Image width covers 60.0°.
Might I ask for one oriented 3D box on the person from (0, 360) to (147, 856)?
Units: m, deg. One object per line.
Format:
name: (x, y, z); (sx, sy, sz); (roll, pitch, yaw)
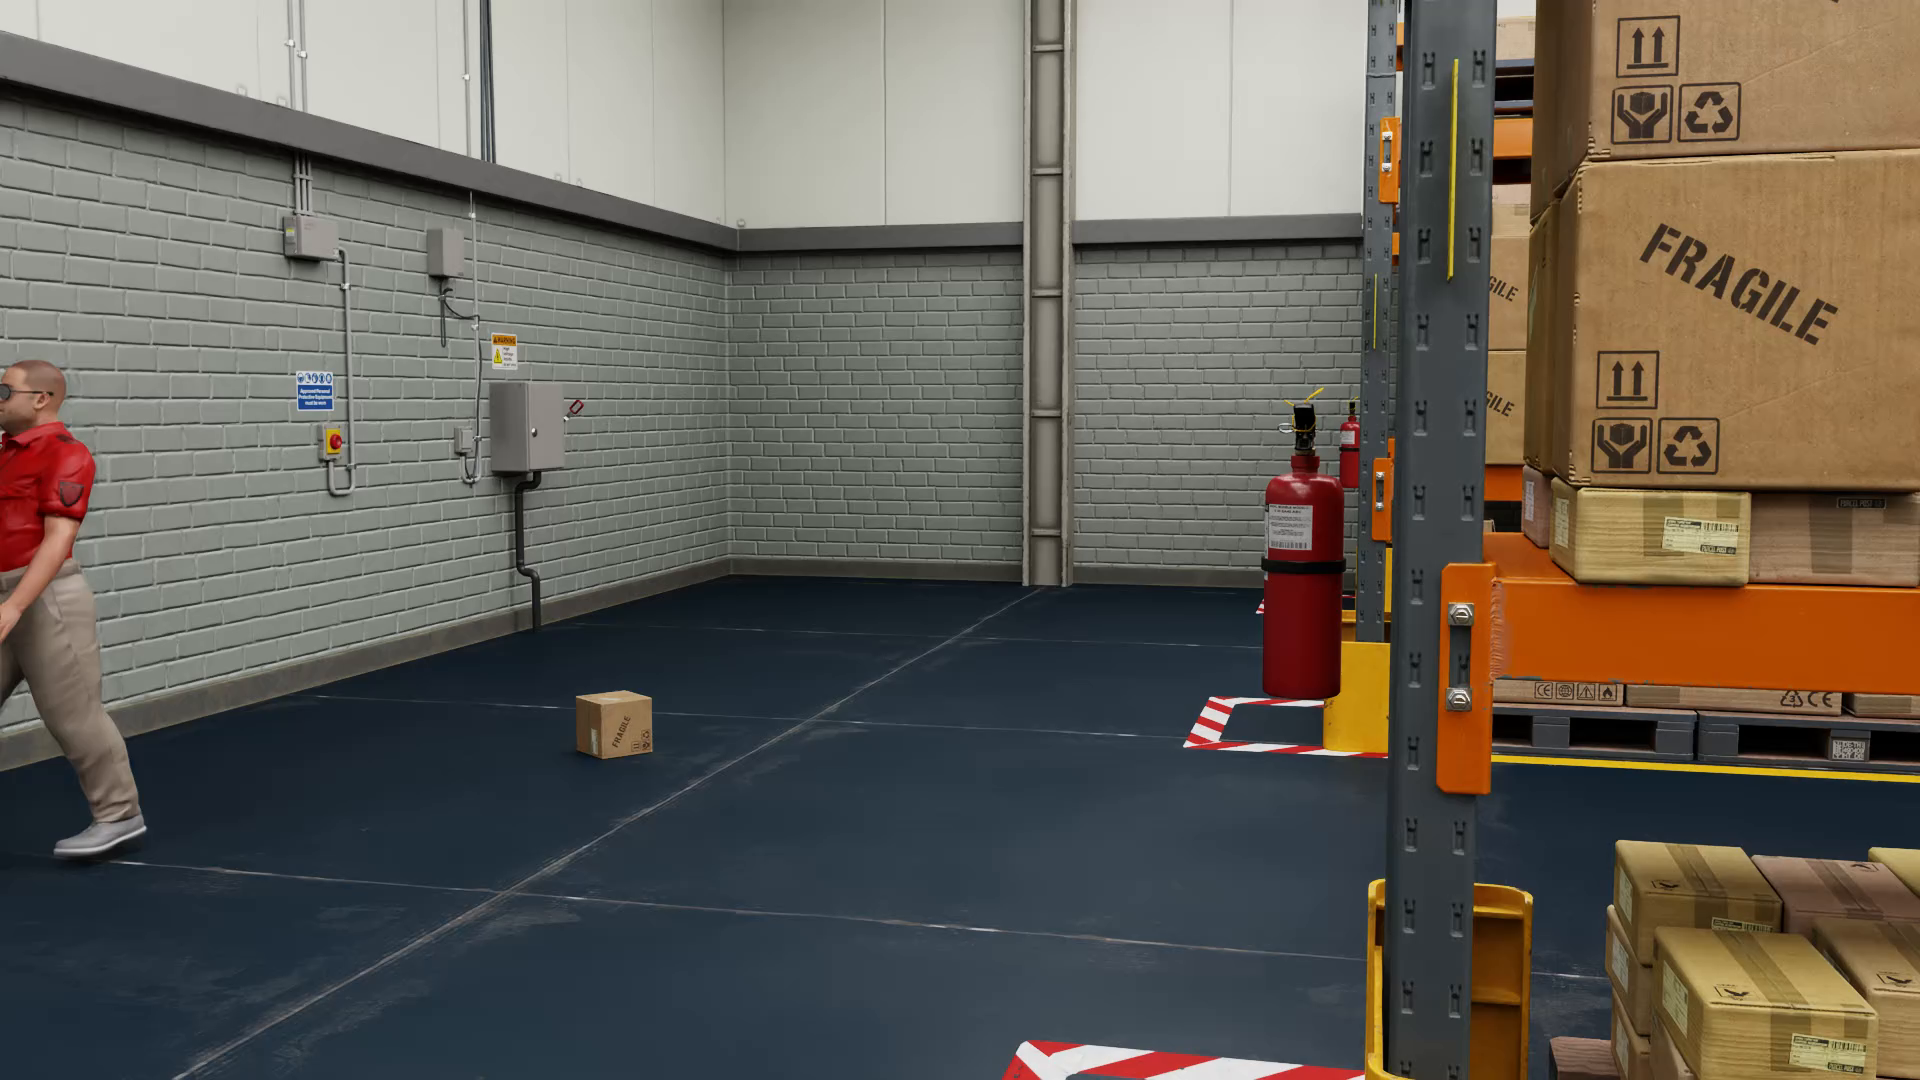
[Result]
person: (-3.189, 0.250, 5.481); (0.539, 1.687, 0.896); (3, 6, 30)
